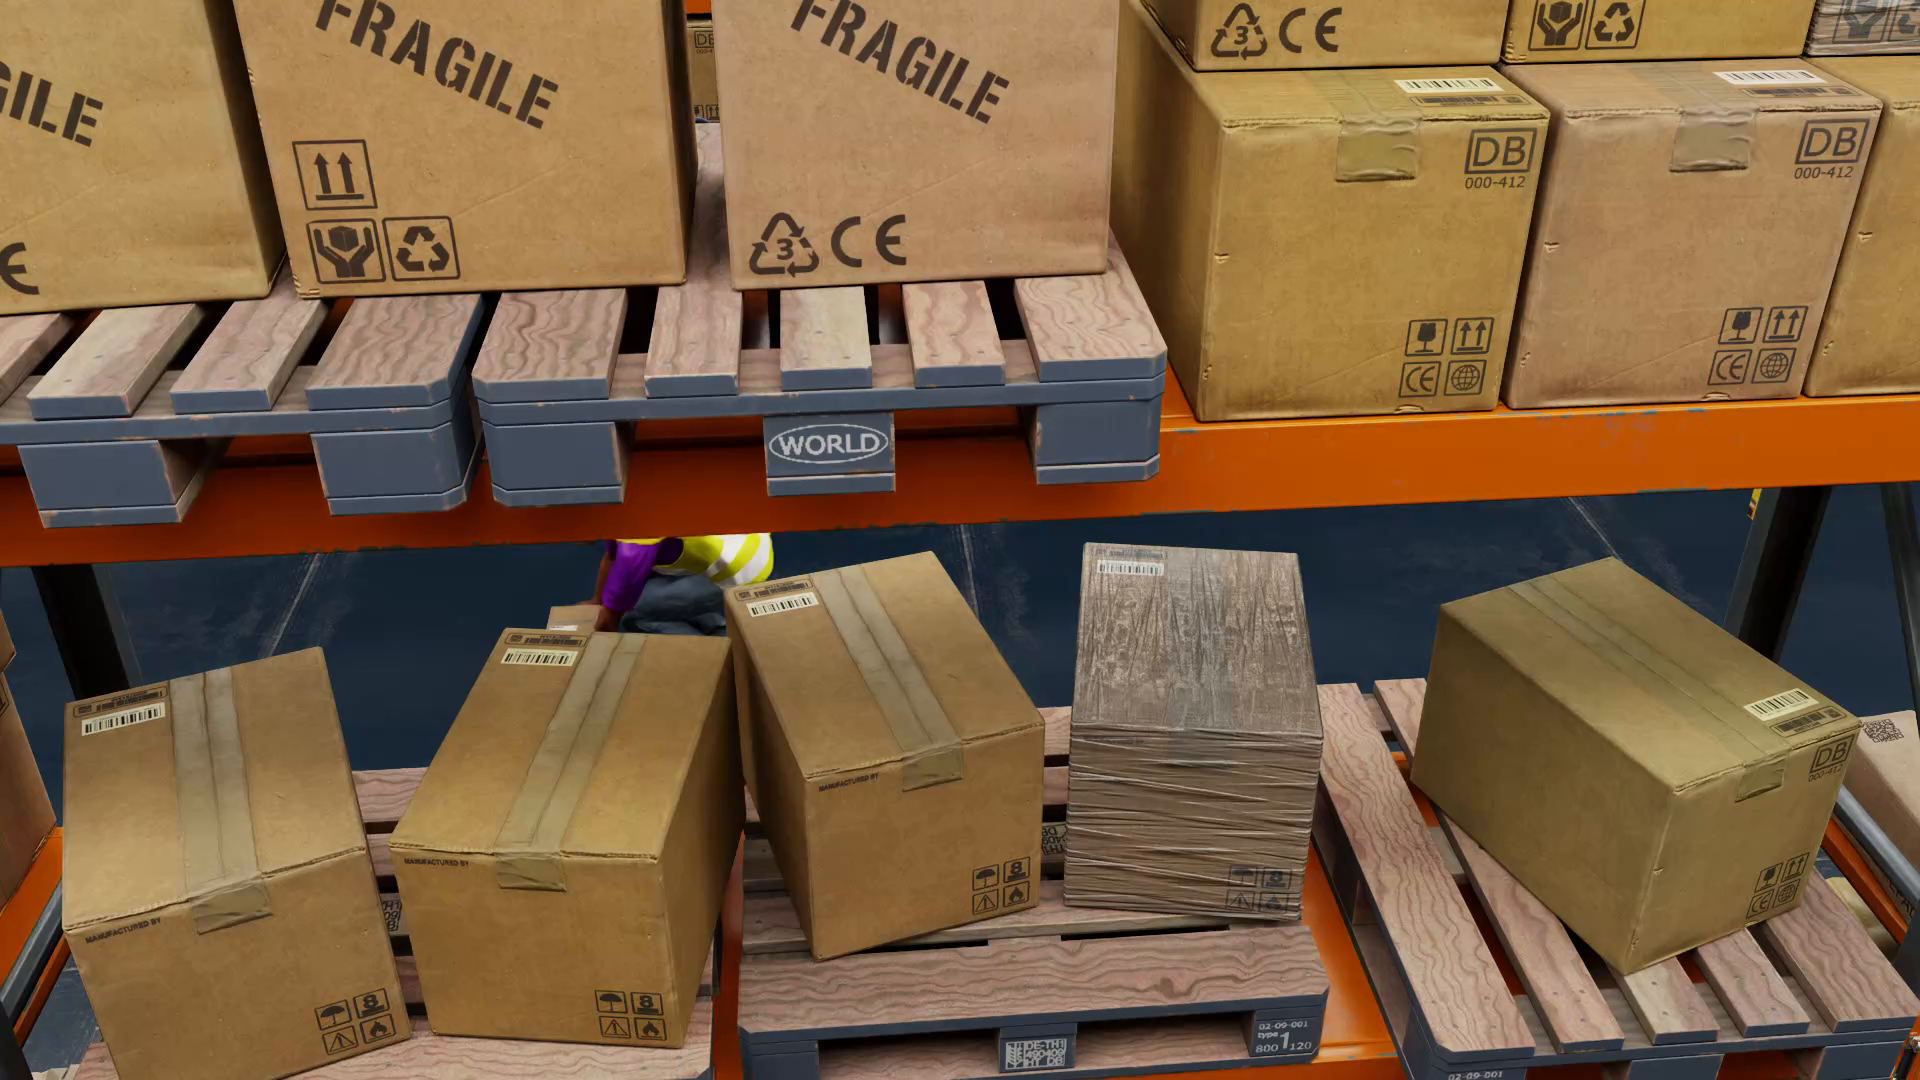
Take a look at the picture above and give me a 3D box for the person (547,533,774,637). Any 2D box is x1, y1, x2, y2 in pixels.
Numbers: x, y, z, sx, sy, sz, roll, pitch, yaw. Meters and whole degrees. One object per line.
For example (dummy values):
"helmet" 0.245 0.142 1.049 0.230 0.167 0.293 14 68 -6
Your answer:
"person" -1.197 0.143 6.664 0.900 0.957 0.575 -3 31 -5
